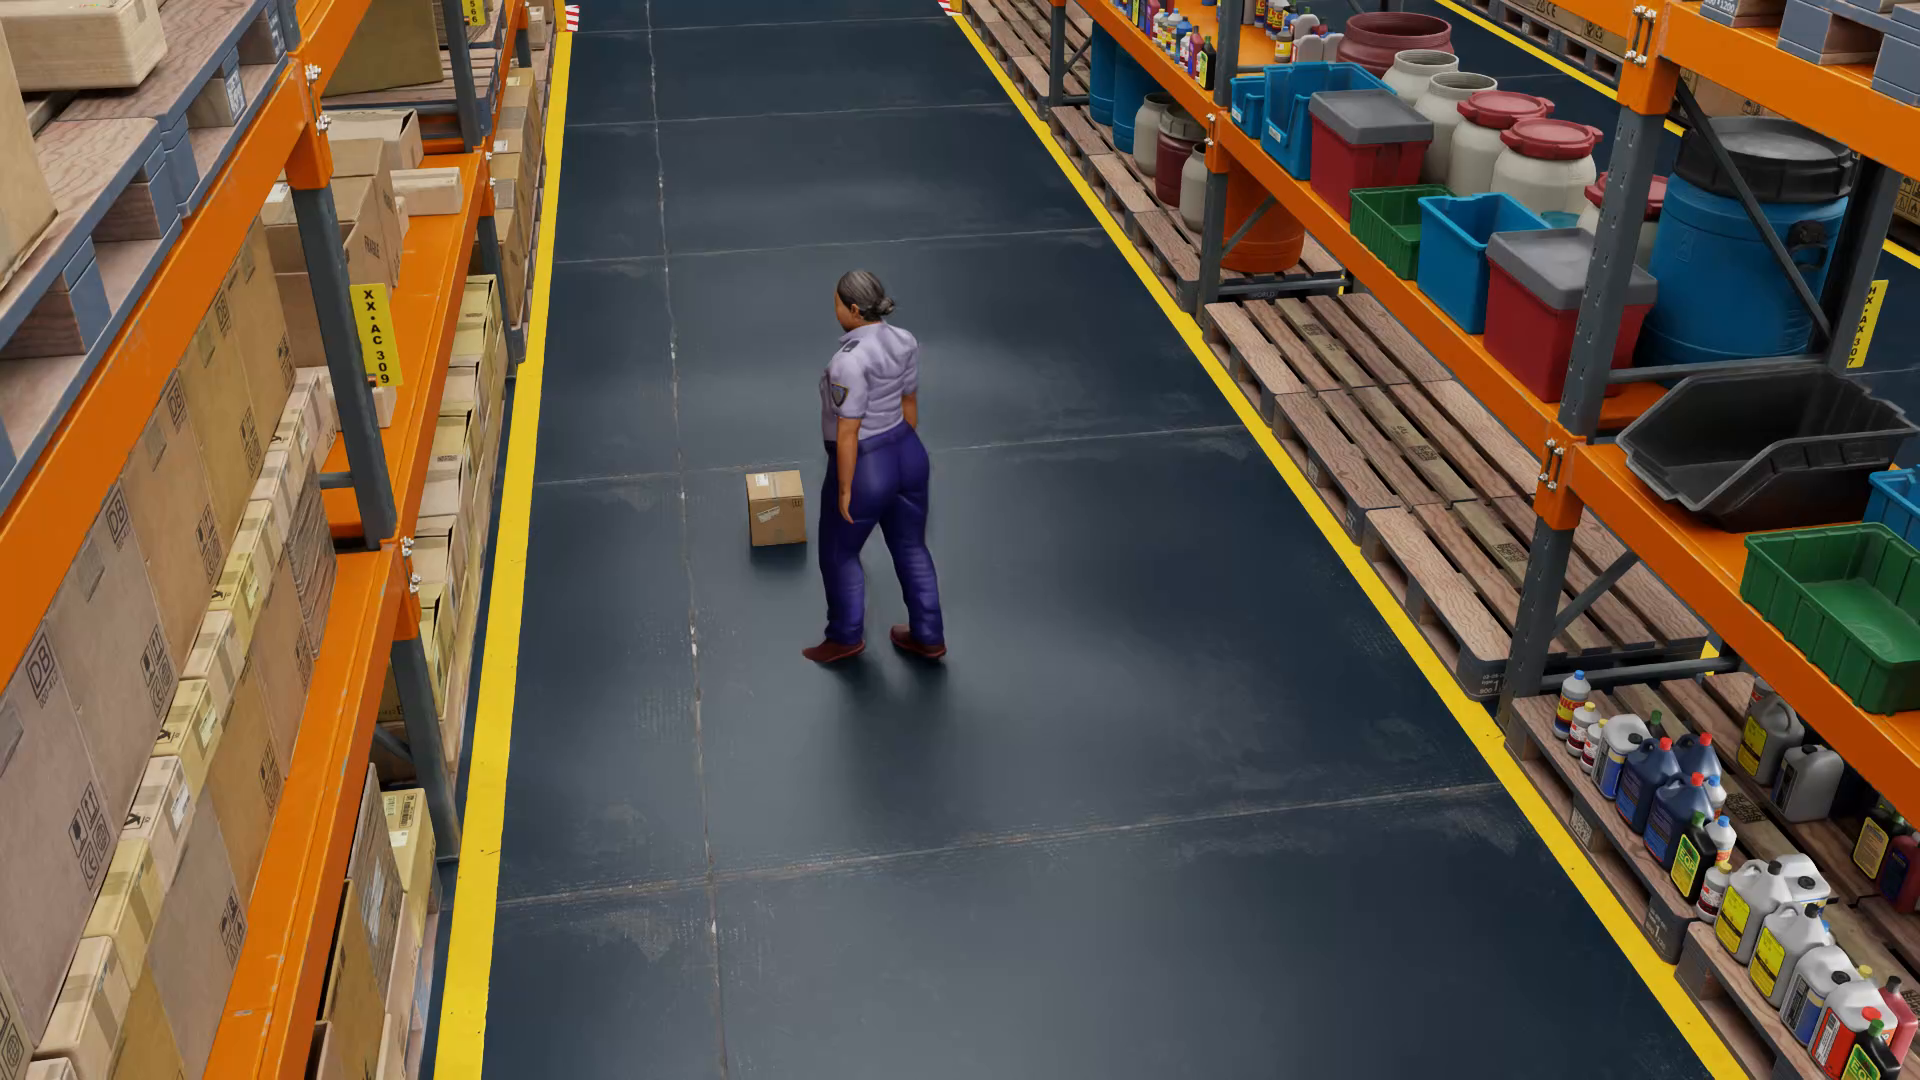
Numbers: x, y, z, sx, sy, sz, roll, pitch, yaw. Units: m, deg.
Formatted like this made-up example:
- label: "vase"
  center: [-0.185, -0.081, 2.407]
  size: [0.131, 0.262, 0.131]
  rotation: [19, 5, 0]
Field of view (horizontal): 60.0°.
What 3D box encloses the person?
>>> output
- label: "person"
  center: [-0.314, -0.233, 6.573]
  size: [0.544, 1.695, 0.540]
  rotation: [23, 38, 33]
